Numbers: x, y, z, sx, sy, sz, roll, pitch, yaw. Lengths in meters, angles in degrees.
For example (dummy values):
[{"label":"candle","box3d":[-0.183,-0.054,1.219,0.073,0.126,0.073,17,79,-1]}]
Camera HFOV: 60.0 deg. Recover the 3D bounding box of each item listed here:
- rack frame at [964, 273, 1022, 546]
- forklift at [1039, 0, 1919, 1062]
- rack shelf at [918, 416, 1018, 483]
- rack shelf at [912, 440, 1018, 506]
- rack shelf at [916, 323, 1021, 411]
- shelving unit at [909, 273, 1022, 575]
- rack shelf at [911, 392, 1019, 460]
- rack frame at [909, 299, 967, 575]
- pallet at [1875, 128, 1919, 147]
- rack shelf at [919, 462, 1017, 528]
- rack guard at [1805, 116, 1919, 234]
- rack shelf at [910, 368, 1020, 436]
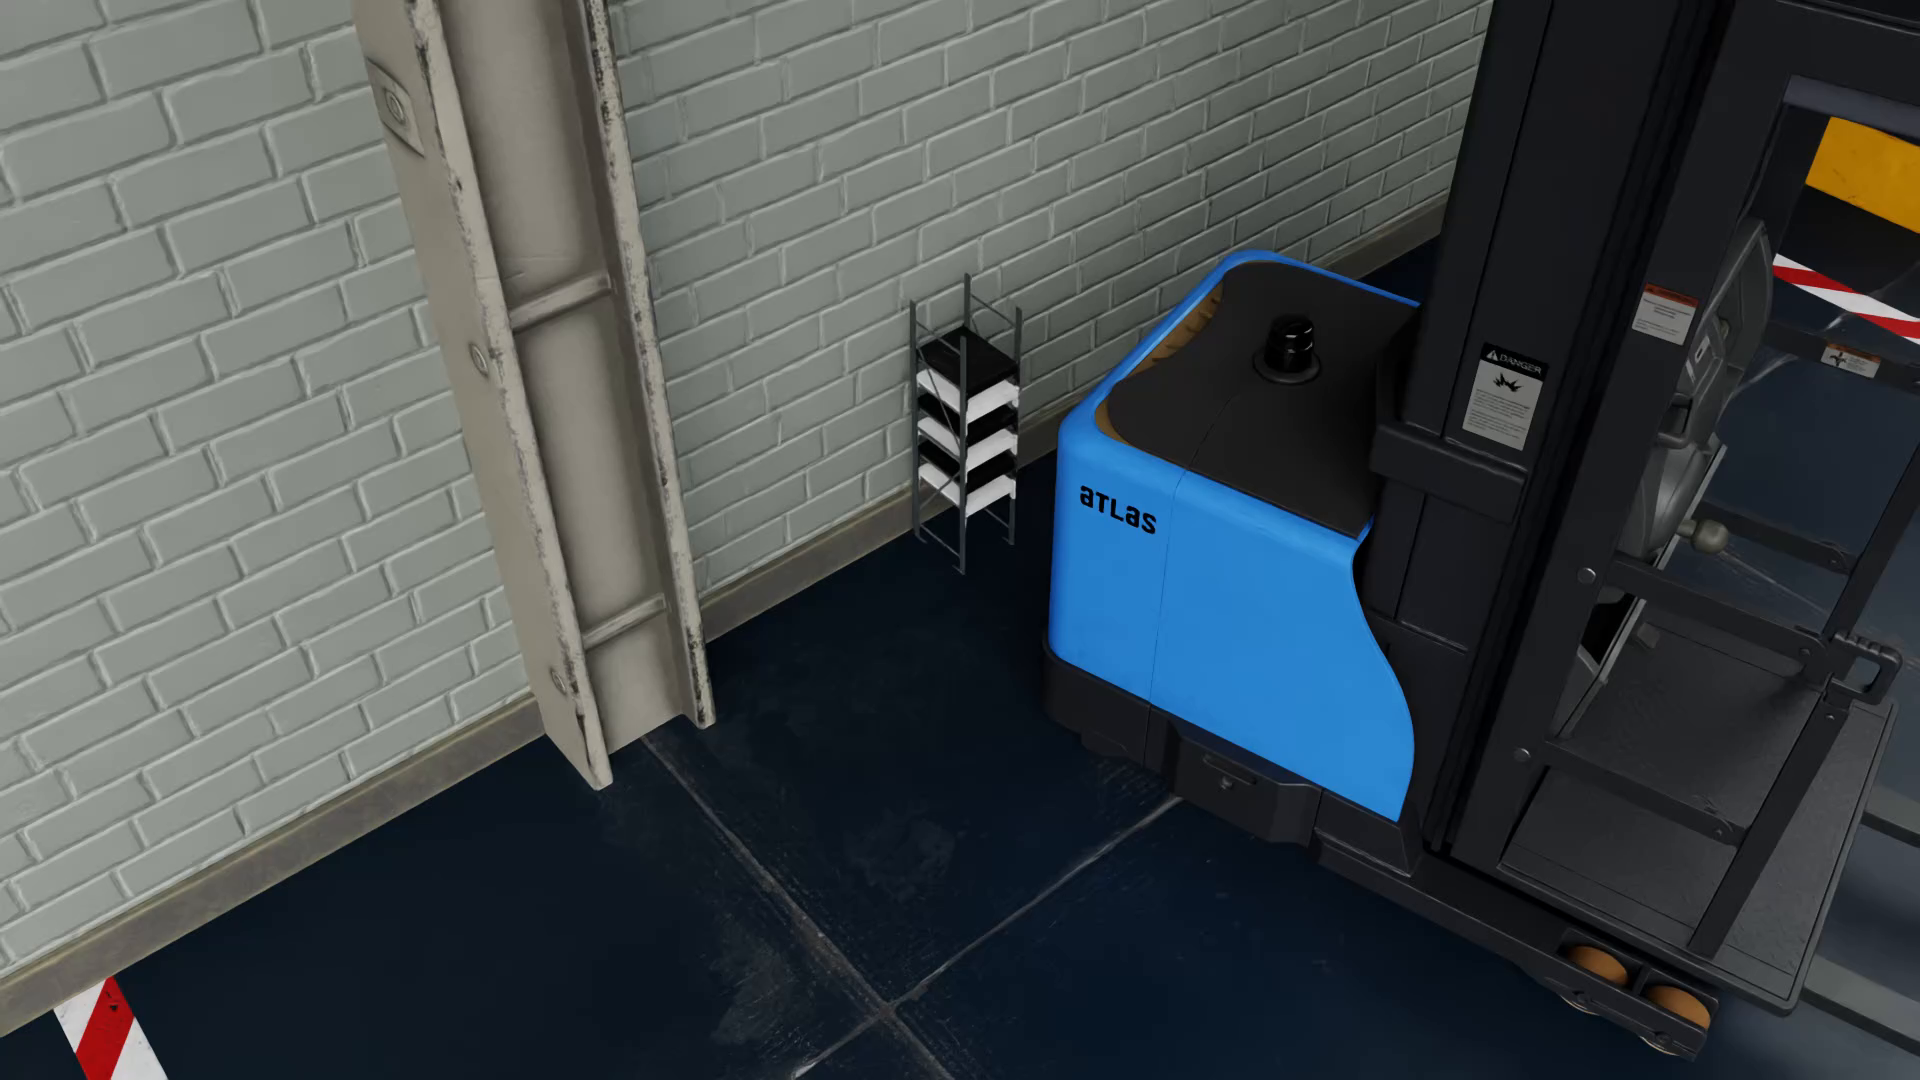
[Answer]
[{"label":"rack frame","box3d":[0.091,-0.372,4.989,0.006,0.900,0.240,-30,51,-28]},{"label":"forklift","box3d":[1.728,-0.267,3.393,3.031,2.935,1.130,25,49,24]},{"label":"rack shelf","box3d":[0.014,-0.303,4.963,0.200,0.077,0.258,-30,51,-28]},{"label":"rack shelf","box3d":[0.014,-0.238,5.025,0.200,0.077,0.258,-30,51,-28]},{"label":"rack shelf","box3d":[0.015,-0.499,4.778,0.200,0.077,0.258,-30,51,-28]},{"label":"shelving unit","box3d":[0.014,-0.327,4.940,0.210,0.900,0.258,-30,51,-28]},{"label":"rack shelf","box3d":[0.014,-0.368,4.901,0.200,0.077,0.258,-30,51,-28]},{"label":"rack frame","box3d":[-0.063,-0.282,4.892,0.006,0.900,0.240,-30,51,-28]},{"label":"pallet","box3d":[4.389,-1.806,7.018,1.213,0.211,1.003,-30,51,-28]},{"label":"rack shelf","box3d":[0.014,-0.172,5.087,0.200,0.077,0.258,-30,51,-28]},{"label":"rack guard","box3d":[3.744,-1.573,6.559,0.348,0.500,1.175,-30,51,-28]},{"label":"rack shelf","box3d":[0.014,-0.434,4.840,0.200,0.077,0.258,-30,51,-28]}]
